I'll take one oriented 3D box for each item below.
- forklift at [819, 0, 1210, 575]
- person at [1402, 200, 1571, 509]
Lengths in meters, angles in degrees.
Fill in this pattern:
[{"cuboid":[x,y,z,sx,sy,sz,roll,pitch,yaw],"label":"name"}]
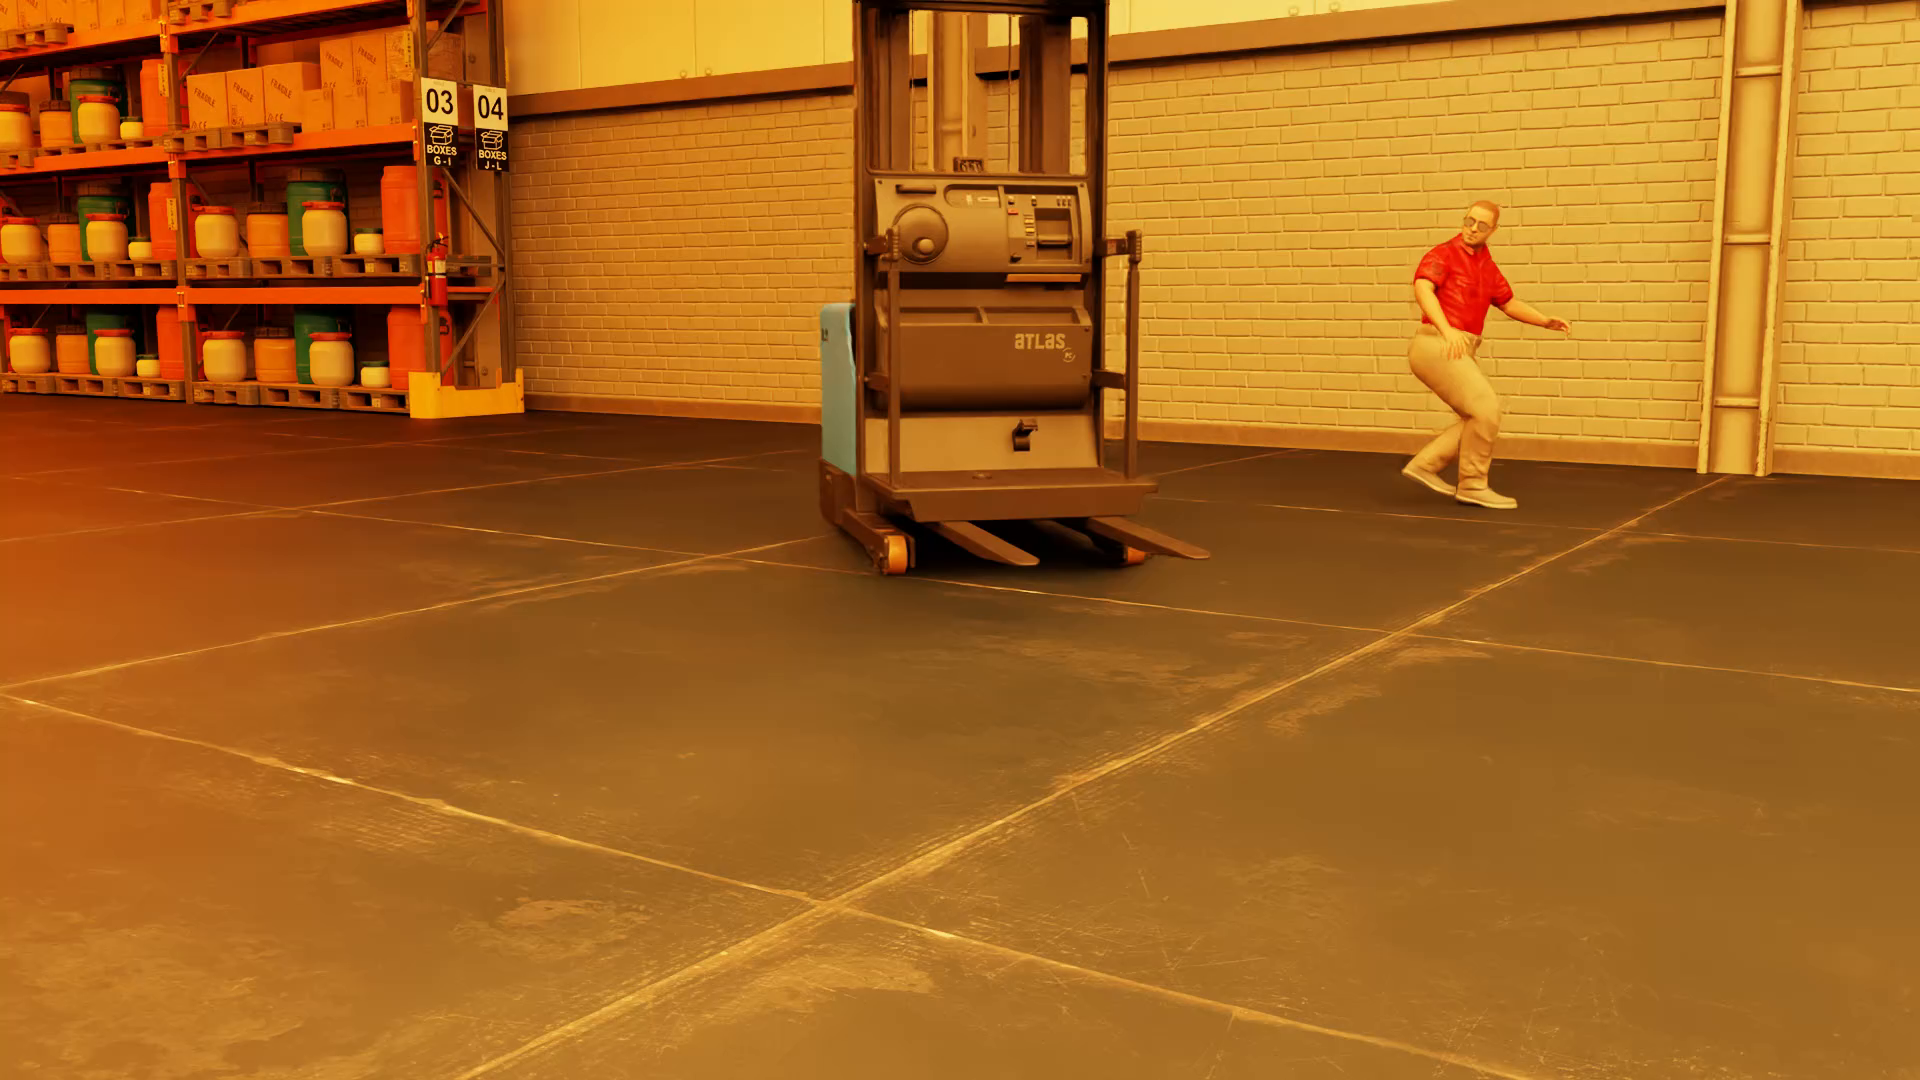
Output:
[{"cuboid":[0.154,-1.368,6.811,1.130,2.935,3.031,-2,8,-14],"label":"forklift"},{"cuboid":[2.740,-0.977,8.772,0.829,1.613,0.862,5,10,33],"label":"person"}]
